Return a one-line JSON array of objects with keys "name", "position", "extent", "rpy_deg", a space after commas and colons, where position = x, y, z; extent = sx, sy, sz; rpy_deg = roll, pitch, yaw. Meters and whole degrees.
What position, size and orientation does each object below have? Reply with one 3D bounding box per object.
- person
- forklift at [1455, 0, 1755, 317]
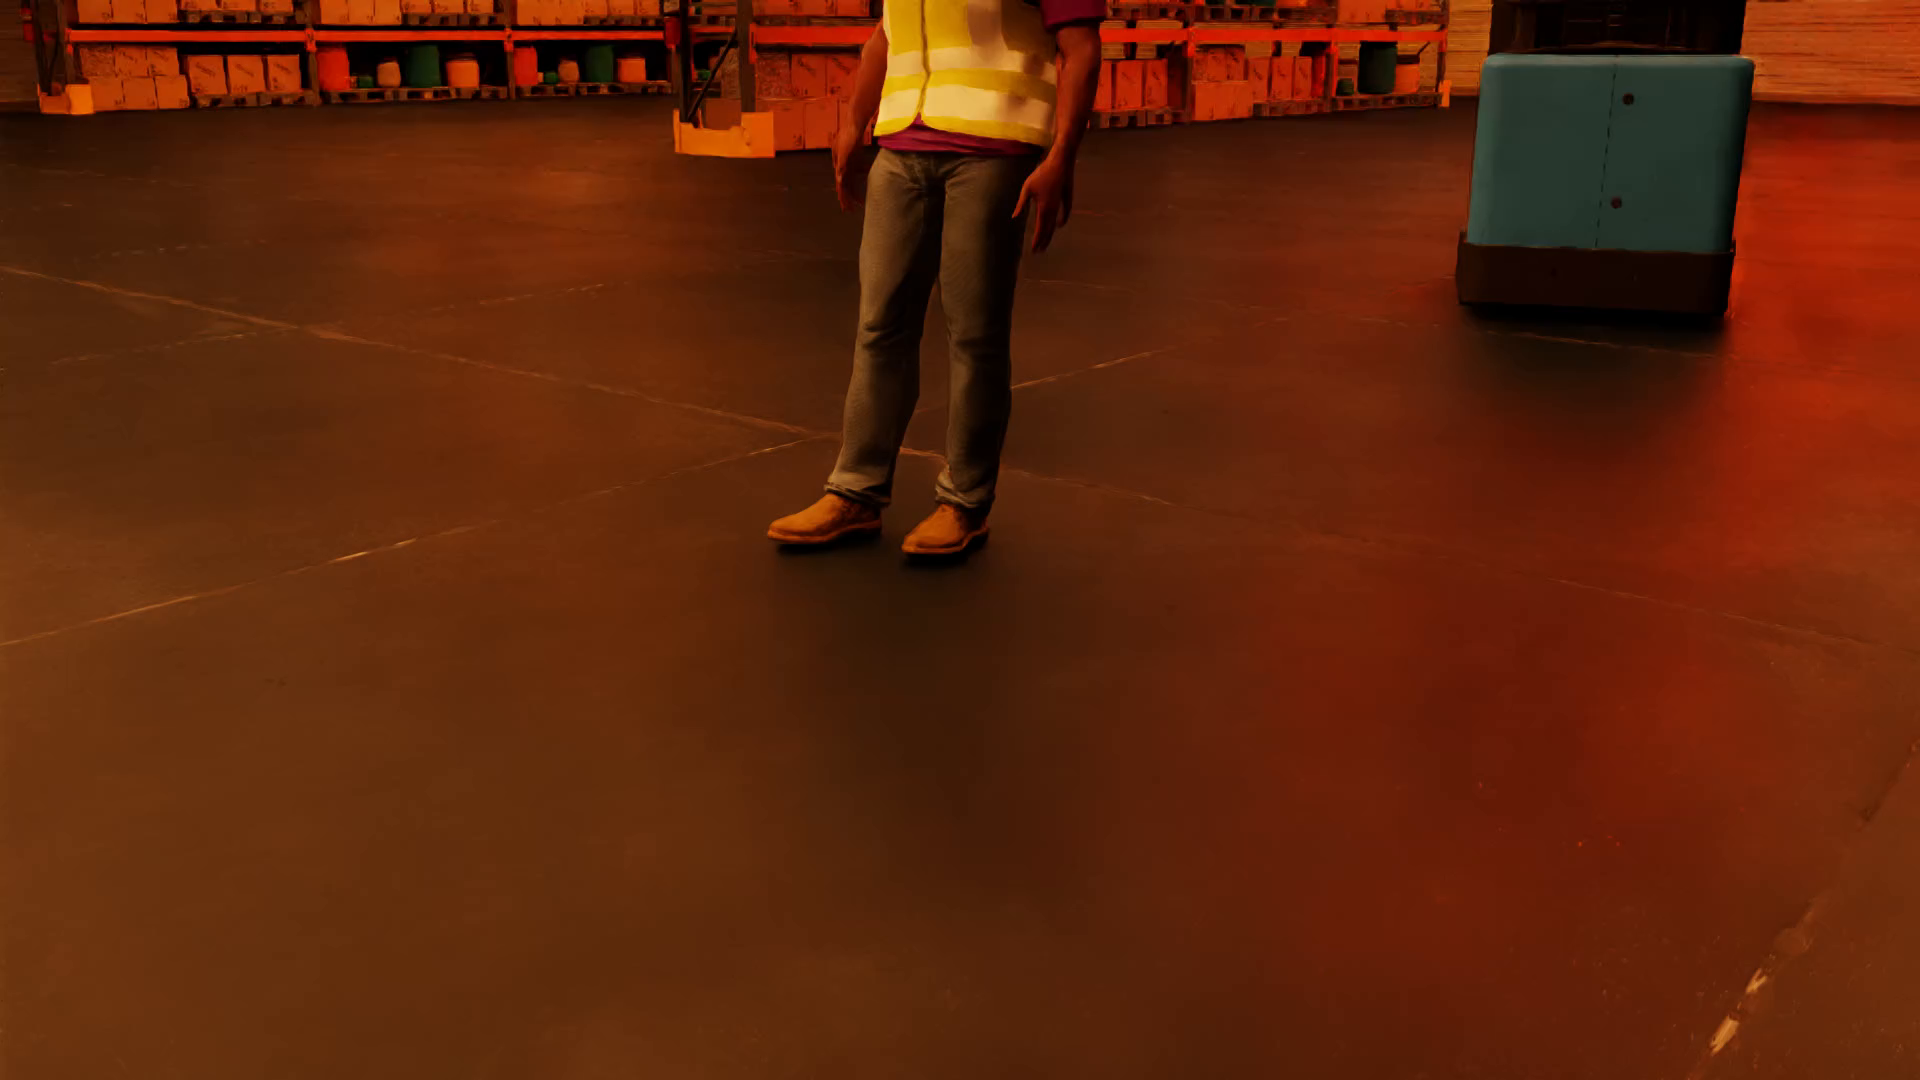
[{"name": "person", "position": [-0.049, -0.837, 3.635], "extent": [0.665, 1.766, 0.576], "rpy_deg": [13, 21, 37]}, {"name": "forklift", "position": [3.094, -2.703, 7.801], "extent": [1.130, 2.935, 3.031], "rpy_deg": [6, 18, 19]}]
